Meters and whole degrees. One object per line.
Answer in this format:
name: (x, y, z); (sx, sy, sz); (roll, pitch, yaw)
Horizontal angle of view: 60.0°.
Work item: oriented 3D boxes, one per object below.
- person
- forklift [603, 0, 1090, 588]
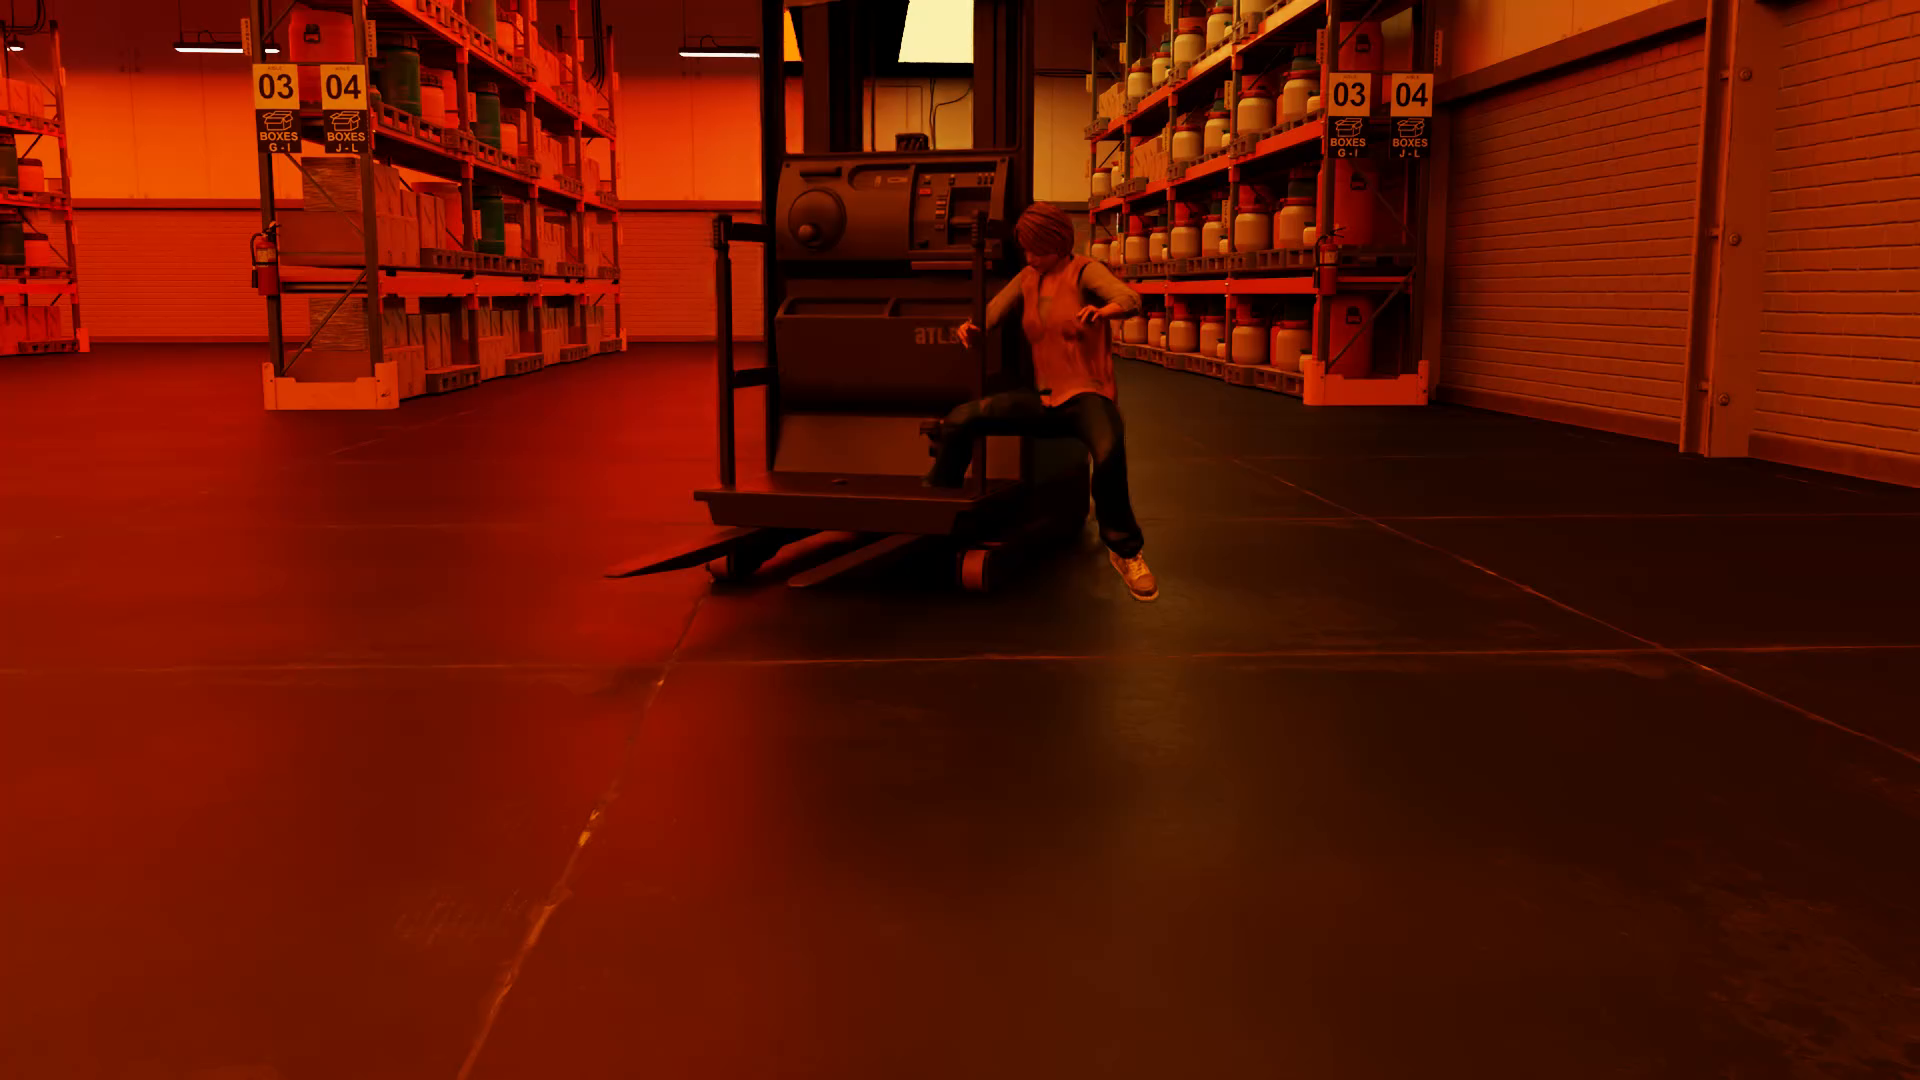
person: (0.309, -0.763, 5.813); (0.744, 0.802, 0.625); (7, 11, 40)
forklift: (-0.327, -1.320, 6.223); (1.130, 2.935, 3.031); (3, 9, 17)
